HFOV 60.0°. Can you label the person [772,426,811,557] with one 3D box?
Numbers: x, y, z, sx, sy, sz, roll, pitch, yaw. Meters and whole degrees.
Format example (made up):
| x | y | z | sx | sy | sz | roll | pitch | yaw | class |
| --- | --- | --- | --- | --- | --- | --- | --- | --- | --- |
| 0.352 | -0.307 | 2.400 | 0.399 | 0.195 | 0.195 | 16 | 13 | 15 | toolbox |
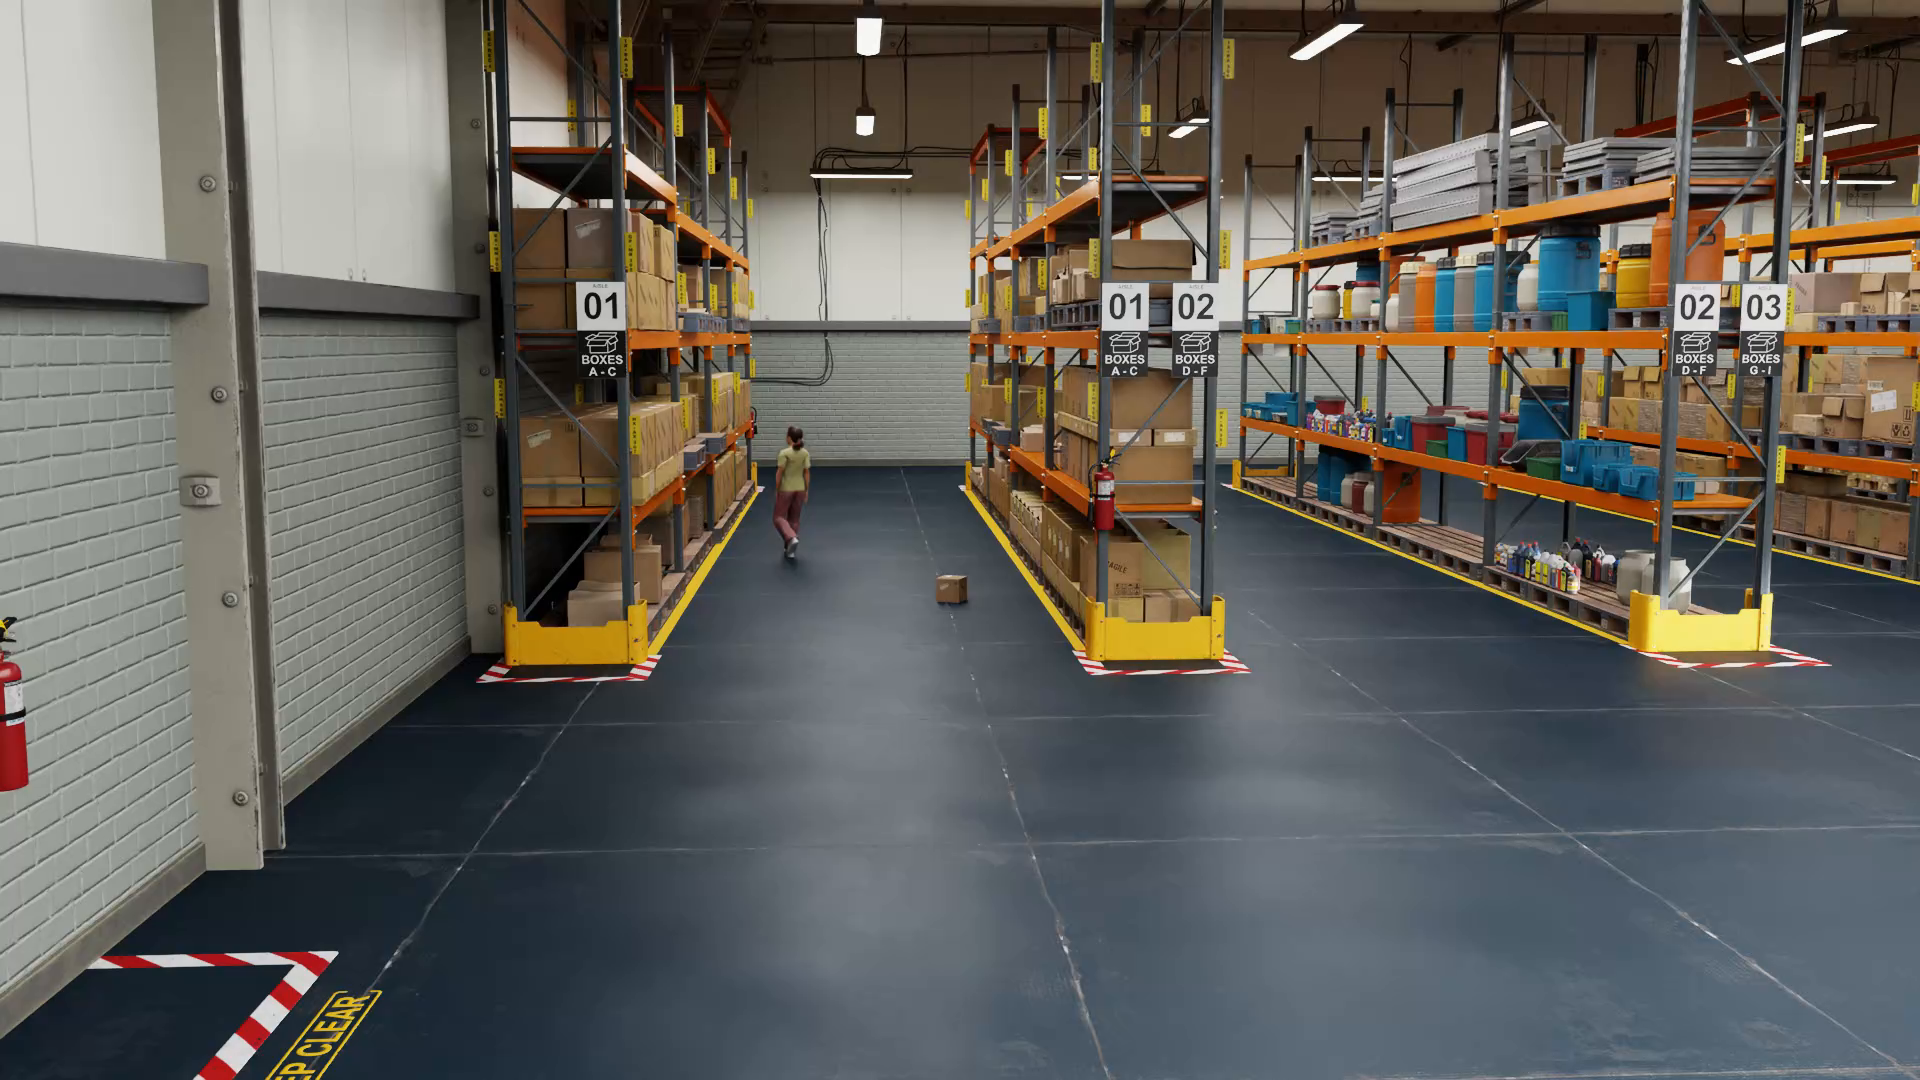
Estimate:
| x | y | z | sx | sy | sz | roll | pitch | yaw | class |
| --- | --- | --- | --- | --- | --- | --- | --- | --- | --- |
| -2.098 | -0.591 | 20.581 | 0.462 | 1.649 | 0.742 | -4 | 8 | -31 | person |
